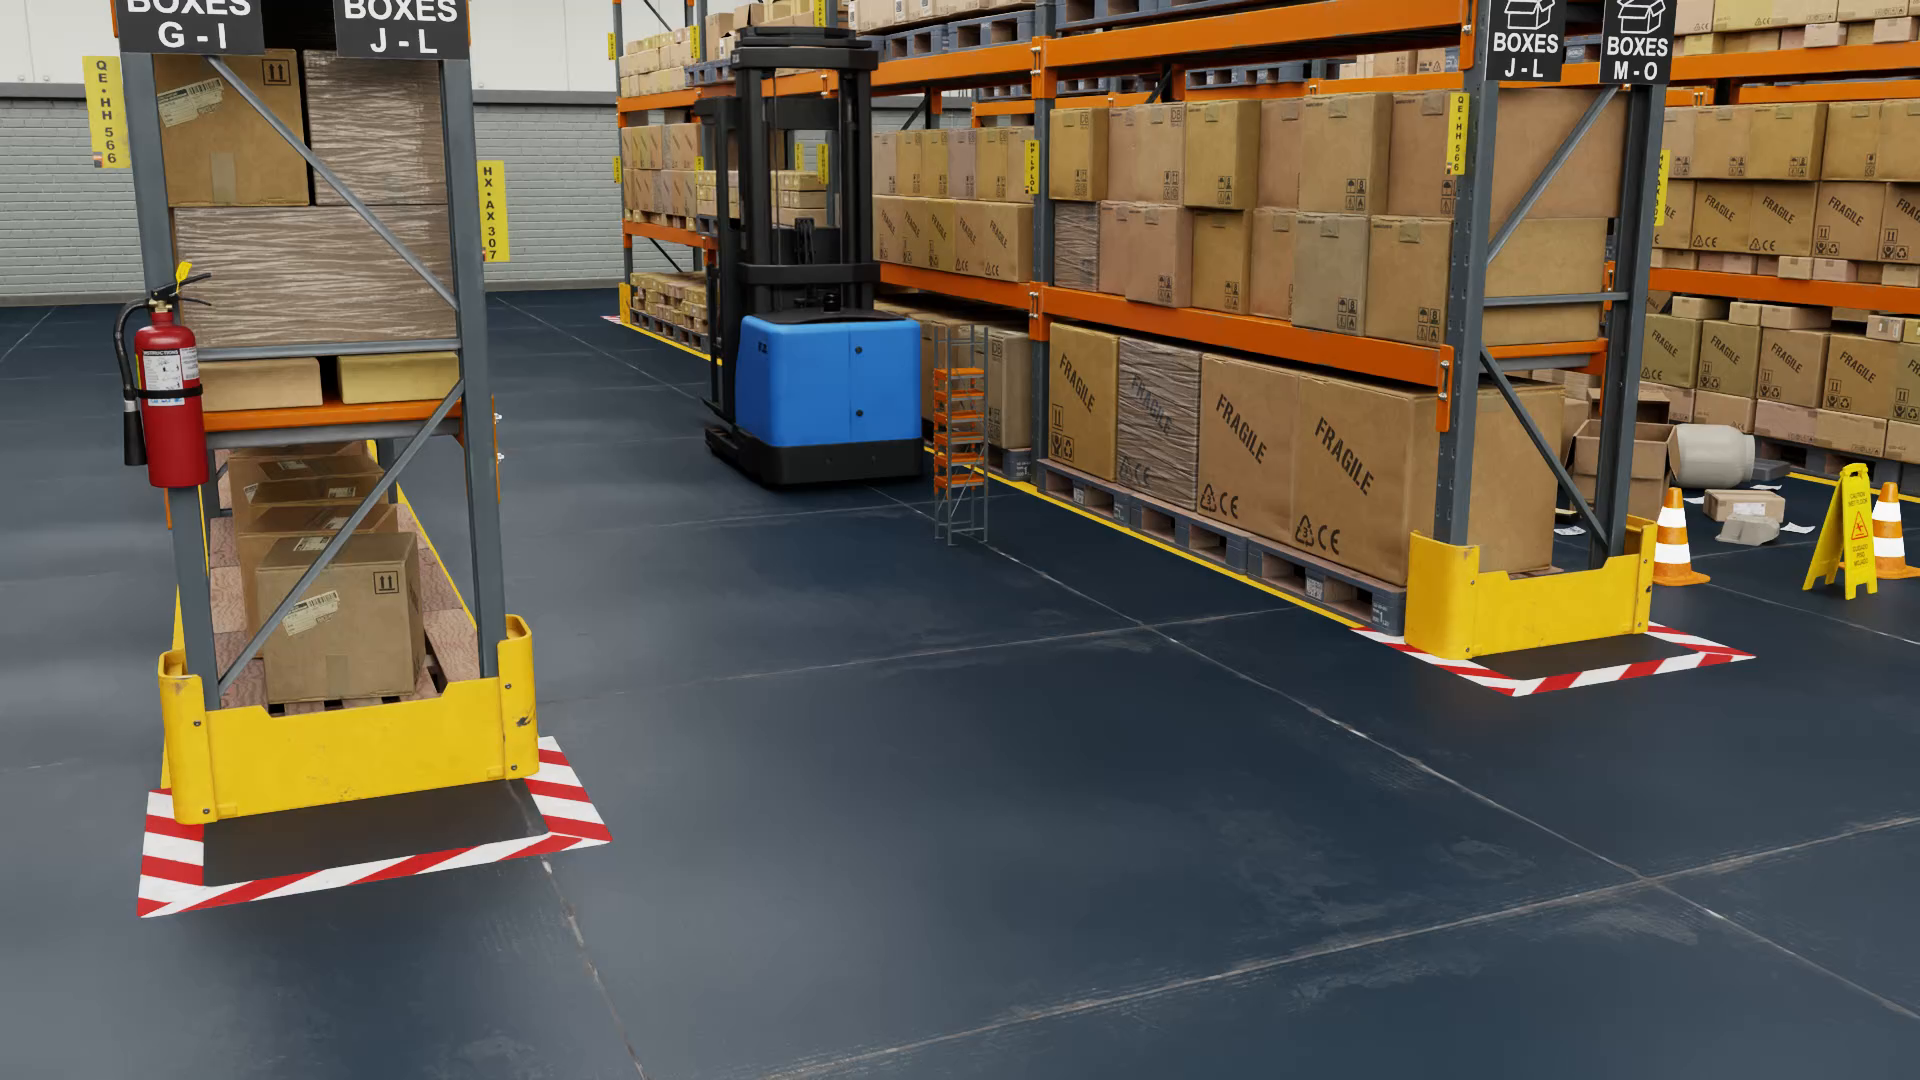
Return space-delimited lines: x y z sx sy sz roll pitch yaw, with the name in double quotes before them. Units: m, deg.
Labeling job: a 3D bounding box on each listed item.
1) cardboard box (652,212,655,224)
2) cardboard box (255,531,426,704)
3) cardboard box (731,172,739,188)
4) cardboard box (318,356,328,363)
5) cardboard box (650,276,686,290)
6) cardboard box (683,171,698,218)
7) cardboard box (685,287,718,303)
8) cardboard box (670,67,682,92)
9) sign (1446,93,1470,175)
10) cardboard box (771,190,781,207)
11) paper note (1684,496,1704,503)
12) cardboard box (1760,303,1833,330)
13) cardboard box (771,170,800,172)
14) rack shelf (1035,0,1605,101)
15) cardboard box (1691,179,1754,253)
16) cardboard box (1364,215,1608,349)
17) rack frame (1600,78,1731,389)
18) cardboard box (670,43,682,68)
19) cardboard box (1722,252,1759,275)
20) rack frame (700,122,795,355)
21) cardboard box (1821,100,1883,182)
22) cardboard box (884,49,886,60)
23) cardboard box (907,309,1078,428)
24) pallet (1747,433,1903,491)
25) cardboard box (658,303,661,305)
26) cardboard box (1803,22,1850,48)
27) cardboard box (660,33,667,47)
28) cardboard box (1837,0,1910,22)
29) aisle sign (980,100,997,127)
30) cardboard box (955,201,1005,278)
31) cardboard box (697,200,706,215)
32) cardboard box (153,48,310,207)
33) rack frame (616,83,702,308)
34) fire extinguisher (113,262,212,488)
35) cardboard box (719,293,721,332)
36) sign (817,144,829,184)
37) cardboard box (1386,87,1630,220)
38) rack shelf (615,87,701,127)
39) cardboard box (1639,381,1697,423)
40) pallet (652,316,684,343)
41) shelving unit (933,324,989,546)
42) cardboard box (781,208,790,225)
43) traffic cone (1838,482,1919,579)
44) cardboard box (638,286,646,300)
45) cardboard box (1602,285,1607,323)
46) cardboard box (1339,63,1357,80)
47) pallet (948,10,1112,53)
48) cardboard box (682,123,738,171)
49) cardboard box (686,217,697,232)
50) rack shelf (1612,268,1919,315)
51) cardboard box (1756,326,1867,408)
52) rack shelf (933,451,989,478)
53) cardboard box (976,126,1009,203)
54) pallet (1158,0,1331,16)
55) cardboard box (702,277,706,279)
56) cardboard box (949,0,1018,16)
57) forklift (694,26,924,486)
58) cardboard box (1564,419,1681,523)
"cardboard box" -3.516 -3.912 20.178 0.380 0.149 0.250 -6 14 -24
"cardboard box" -2.271 0.276 6.139 0.500 0.500 0.500 -3 13 -13
"cardboard box" -2.002 -3.495 16.127 0.380 0.149 0.250 -5 14 -21
"cardboard box" -2.438 -0.823 6.829 0.380 0.149 0.250 -6 14 -23
"cardboard box" -3.582 -3.153 20.412 0.380 0.149 0.250 -6 14 -26
"cardboard box" -2.710 -3.781 18.174 0.500 0.500 0.500 -6 14 -23
"cardboard box" -2.884 -2.769 18.753 0.380 0.149 0.250 -6 14 -23
"cardboard box" -2.891 -5.083 18.359 0.500 0.250 0.500 -6 14 -23
"sign" 2.047 -1.668 6.829 0.100 0.325 0.005 -6 14 -23
"cardboard box" -1.487 -3.084 15.009 0.380 0.149 0.250 -5 14 -22
"paper note" 4.639 -0.255 10.428 0.148 0.019 0.142 -1 13 -4
"cardboard box" 5.744 -1.536 11.419 0.380 0.149 0.250 -5 14 -20
"cardboard box" -1.810 -3.765 17.290 0.380 0.149 0.250 -6 14 -25
"rack shelf" 1.748 -2.558 8.714 1.077 0.370 4.000 -6 14 -23
"cardboard box" 5.585 -2.304 11.793 0.500 0.500 0.500 -6 14 -23
"cardboard box" 2.359 -1.180 7.482 0.875 0.550 0.550 -6 14 -23
"rack frame" 5.442 -2.329 12.778 1.000 3.000 0.127 -6 14 -23
"cardboard box" -2.873 -5.326 18.302 0.500 0.250 0.500 -6 14 -25
"cardboard box" 5.624 -1.958 11.735 0.380 0.149 0.250 -5 14 -21
"rack frame" -2.258 -3.513 17.898 1.000 3.000 0.127 -6 14 -23
"cardboard box" 6.073 -2.586 10.790 0.700 0.500 0.500 -6 14 -23
"cardboard box" -0.640 -4.339 14.591 0.500 0.500 0.500 -6 14 -23
"cardboard box" 0.233 -1.289 12.344 1.050 0.750 0.750 -6 14 -23
"pallet" 6.236 -0.582 11.416 1.003 0.211 1.213 -6 14 -23
"cardboard box" -3.466 -2.814 20.268 0.380 0.149 0.250 -6 14 -23
"cardboard box" 5.778 -3.307 10.909 0.380 0.149 0.250 -6 14 -24
"cardboard box" -3.175 -5.644 18.792 0.380 0.149 0.250 -6 14 -23
"cardboard box" 5.975 -3.432 10.565 0.500 0.250 0.500 -5 14 -22
"aisle sign" 0.341 -6.063 23.148 0.394 0.787 0.004 -6 14 -23
"cardboard box" 0.291 -2.097 11.558 0.500 0.500 0.500 -6 14 -24
"cardboard box" -2.521 -3.473 17.348 0.380 0.149 0.250 -6 14 -26
"cardboard box" -2.483 -1.379 5.577 0.500 0.500 0.500 -6 14 -23
"rack frame" -3.860 -4.340 21.468 1.000 3.000 0.127 -6 14 -23
"fire extinguisher" -2.412 -0.504 5.067 0.296 0.674 0.183 -6 14 -23
"cardboard box" -2.205 -2.324 17.369 0.500 0.500 0.500 -5 14 -21
"sign" -1.149 -3.162 13.985 0.100 0.325 0.005 -6 14 -23
"cardboard box" 2.436 -1.713 7.393 0.875 0.550 0.550 -6 14 -23
"rack shelf" -3.059 -5.037 19.426 1.077 0.370 4.000 -6 14 -23
"cardboard box" 5.431 -1.047 12.409 0.500 0.250 0.500 -6 14 -26
"pallet" -3.052 -2.543 19.889 1.003 0.211 1.213 -6 14 -23
"shelving unit" 0.006 -0.582 9.222 0.258 1.200 0.189 -6 14 -23
"cardboard box" -1.372 -2.881 14.791 0.380 0.149 0.250 -6 14 -23
"traffic cone" 4.809 -0.068 8.637 0.336 0.463 0.334 -6 14 -23
"cardboard box" -3.827 -3.107 20.875 0.380 0.149 0.250 -6 14 -23
"cardboard box" 7.829 -2.763 19.268 0.500 0.500 0.500 -6 14 -24
"cardboard box" 3.810 -4.413 15.692 0.380 0.149 0.250 -6 14 -23
"pallet" 0.534 -3.414 11.239 0.805 0.209 1.217 -6 14 -25
"cardboard box" -2.694 -4.267 18.054 0.500 0.500 0.500 -6 14 -25
"cardboard box" -2.790 -3.472 18.277 0.380 0.149 0.250 -6 14 -24
"rack shelf" 6.243 -1.565 11.074 1.077 0.370 4.000 -6 14 -23
"cardboard box" 5.862 -1.196 11.388 0.500 0.500 0.500 -5 14 -20
"rack shelf" 0.006 -0.421 9.259 0.258 0.103 0.180 -6 14 -23
"cardboard box" 0.535 -2.605 11.532 0.700 0.500 0.500 -6 14 -24
"pallet" 1.750 -2.857 8.606 1.003 0.211 1.213 -6 14 -23
"cardboard box" -2.943 -3.150 20.399 0.380 0.149 0.250 -5 14 -21
"cardboard box" 0.251 -3.737 11.393 0.500 0.250 0.500 -6 14 -23
"forklift" -1.226 -2.067 11.799 1.130 2.935 3.031 -5 14 -20
"cardboard box" 4.021 -0.420 10.069 0.637 0.503 0.797 6 14 26
